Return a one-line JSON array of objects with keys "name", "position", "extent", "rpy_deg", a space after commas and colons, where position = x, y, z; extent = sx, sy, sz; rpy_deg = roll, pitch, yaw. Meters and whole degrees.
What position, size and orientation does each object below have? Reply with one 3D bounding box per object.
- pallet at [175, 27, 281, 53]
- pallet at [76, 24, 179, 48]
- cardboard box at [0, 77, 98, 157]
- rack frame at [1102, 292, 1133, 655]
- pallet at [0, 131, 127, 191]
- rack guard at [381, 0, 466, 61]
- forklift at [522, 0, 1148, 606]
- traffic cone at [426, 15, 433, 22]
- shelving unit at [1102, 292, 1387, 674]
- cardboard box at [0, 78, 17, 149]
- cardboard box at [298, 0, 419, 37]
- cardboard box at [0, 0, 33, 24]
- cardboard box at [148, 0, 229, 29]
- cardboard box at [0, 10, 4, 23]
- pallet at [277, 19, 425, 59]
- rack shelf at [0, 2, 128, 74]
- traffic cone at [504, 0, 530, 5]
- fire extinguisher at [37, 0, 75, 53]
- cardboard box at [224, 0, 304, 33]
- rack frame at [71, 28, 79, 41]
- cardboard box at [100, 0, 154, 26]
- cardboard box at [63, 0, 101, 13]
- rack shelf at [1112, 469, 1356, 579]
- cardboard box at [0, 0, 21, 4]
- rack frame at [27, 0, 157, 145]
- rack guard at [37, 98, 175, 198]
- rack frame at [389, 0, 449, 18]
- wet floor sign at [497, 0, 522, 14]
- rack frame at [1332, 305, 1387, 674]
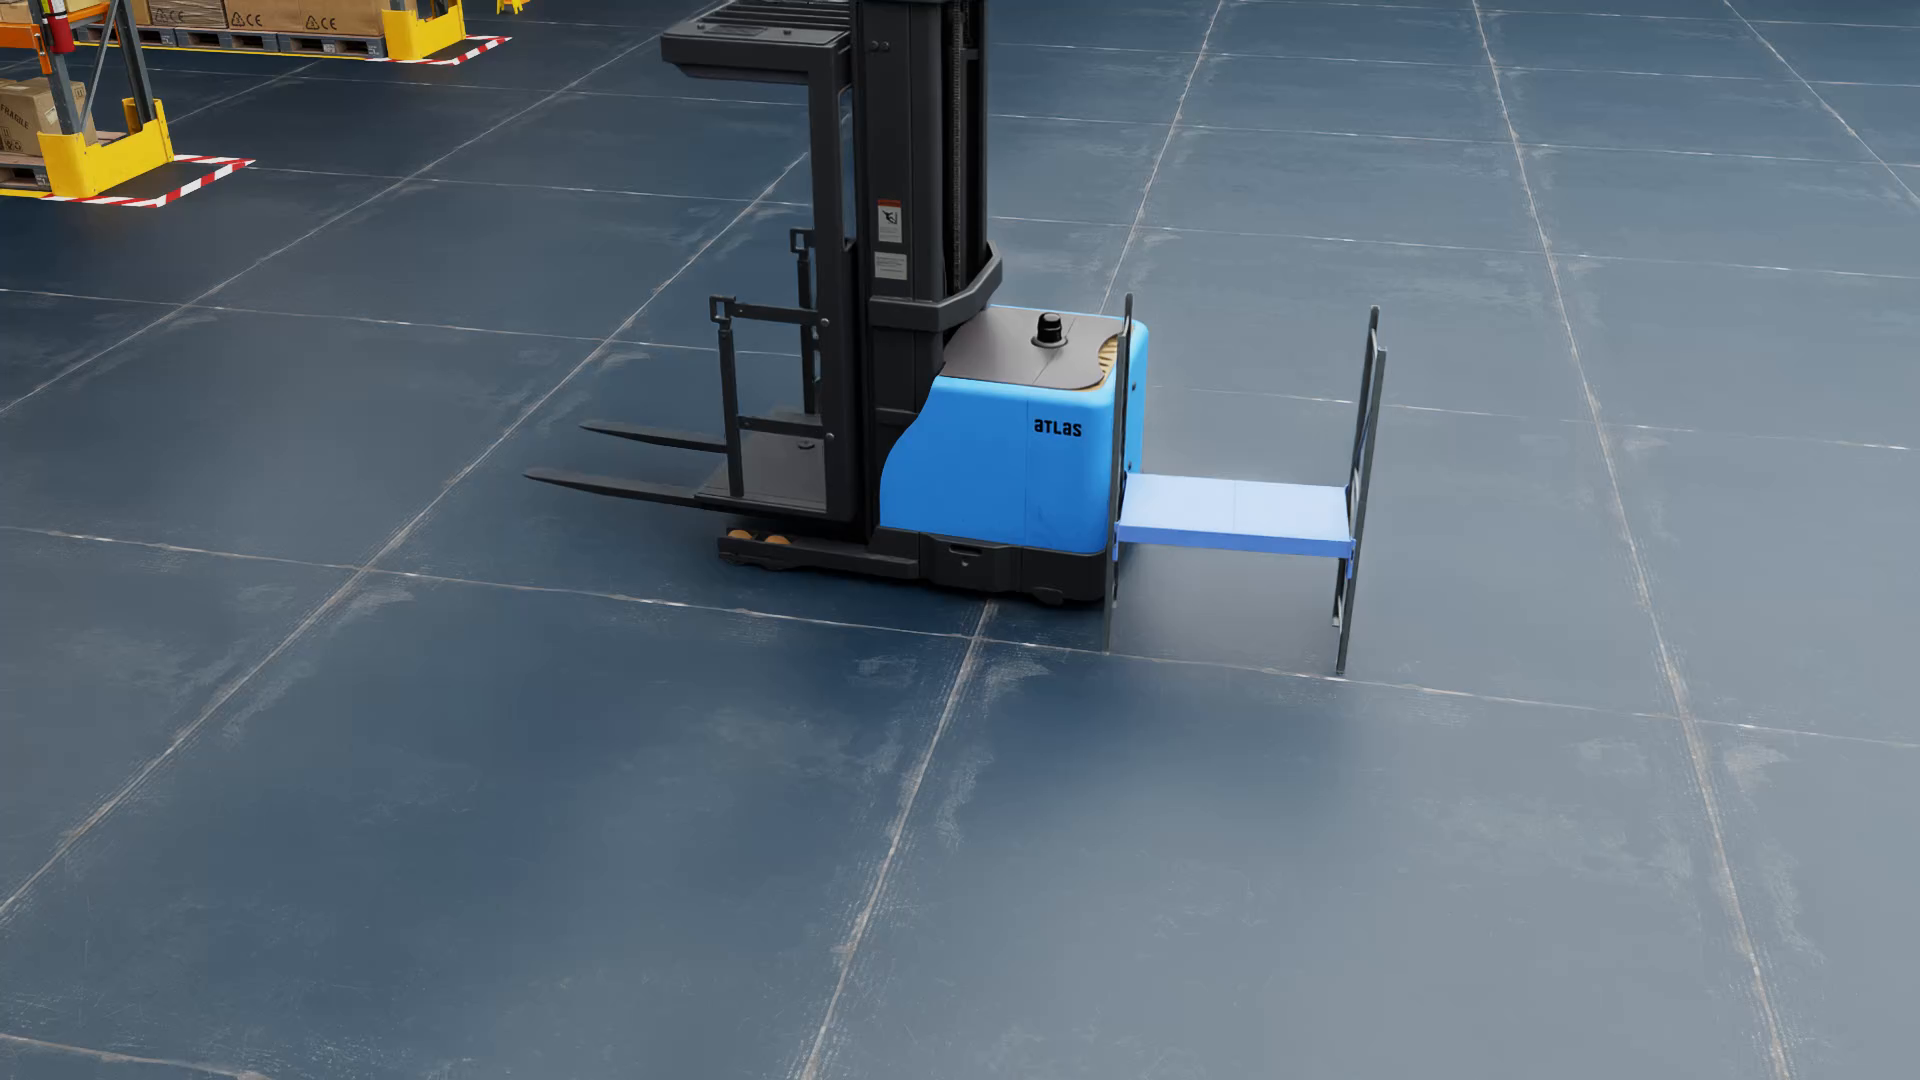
[{"name": "pallet", "position": [-7.749, -5.572, 18.208], "extent": [1.213, 0.211, 1.003], "rpy_deg": [6, 29, 11]}, {"name": "pallet", "position": [-8.946, -5.693, 18.429], "extent": [1.213, 0.211, 1.003], "rpy_deg": [6, 29, 11]}, {"name": "cardboard box", "position": [-7.503, -3.467, 13.625], "extent": [0.500, 0.500, 0.500], "rpy_deg": [11, 31, 20]}, {"name": "rack frame", "position": [0.681, -0.272, 7.185], "extent": [0.032, 1.500, 0.500], "rpy_deg": [4, 29, 8]}, {"name": "pallet", "position": [-7.758, -3.192, 13.860], "extent": [1.213, 0.211, 1.003], "rpy_deg": [6, 29, 11]}, {"name": "rack guard", "position": [-5.738, -5.529, 17.829], "extent": [0.348, 0.500, 1.175], "rpy_deg": [6, 29, 11]}, {"name": "forklift", "position": [-0.665, -1.374, 7.707], "extent": [3.031, 2.935, 1.130], "rpy_deg": [8, 30, 14]}, {"name": "traffic cone", "position": [-5.984, -6.236, 19.158], "extent": [0.334, 0.463, 0.336], "rpy_deg": [6, 29, 11]}, {"name": "shelving unit", "position": [1.183, -0.235, 7.117], "extent": [1.048, 1.500, 0.538], "rpy_deg": [4, 29, 8]}, {"name": "cardboard box", "position": [-8.095, -3.511, 13.706], "extent": [0.500, 0.500, 0.500], "rpy_deg": [14, 32, 24]}, {"name": "cardboard box", "position": [-6.439, -5.917, 17.710], "extent": [0.875, 0.875, 0.875], "rpy_deg": [6, 29, 11]}, {"name": "cardboard box", "position": [-7.218, -4.131, 12.933], "extent": [0.250, 0.149, 0.380], "rpy_deg": [6, 29, 11]}, {"name": "cardboard box", "position": [-8.191, -6.097, 18.039], "extent": [0.875, 0.875, 0.875], "rpy_deg": [6, 29, 11]}, {"name": "cardboard box", "position": [-7.462, -4.156, 12.979], "extent": [0.250, 0.149, 0.380], "rpy_deg": [6, 29, 11]}, {"name": "pallet", "position": [-6.560, -5.449, 17.983], "extent": [1.213, 0.211, 1.003], "rpy_deg": [6, 29, 11]}, {"name": "rack shelf", "position": [-8.852, -4.194, 13.536], "extent": [4.000, 0.370, 1.077], "rpy_deg": [6, 29, 11]}, {"name": "traffic cone", "position": [-5.416, -6.732, 20.065], "extent": [0.334, 0.463, 0.336], "rpy_deg": [6, 29, 11]}, {"name": "fire extinguisher", "position": [-6.880, -4.047, 12.600], "extent": [0.183, 0.674, 0.296], "rpy_deg": [6, 29, 11]}, {"name": "cardboard box", "position": [-7.300, -6.005, 17.870], "extent": [0.875, 0.875, 0.875], "rpy_deg": [5, 29, 10]}, {"name": "rack frame", "position": [-9.673, -7.029, 17.966], "extent": [0.127, 3.000, 1.000], "rpy_deg": [6, 29, 11]}, {"name": "cardboard box", "position": [-9.073, -6.186, 18.200], "extent": [0.875, 0.875, 0.875], "rpy_deg": [6, 29, 11]}, {"name": "cardboard box", "position": [-7.125, -4.339, 13.314], "extent": [0.250, 0.149, 0.380], "rpy_deg": [6, 29, 11]}, {"name": "rack shelf", "position": [1.183, -0.077, 7.203], "extent": [1.000, 0.185, 0.538], "rpy_deg": [4, 29, 8]}, {"name": "cardboard box", "position": [-7.428, -4.551, 13.026], "extent": [0.500, 0.500, 0.875], "rpy_deg": [6, 29, 11]}, {"name": "rack frame", "position": [-6.896, -4.309, 12.997], "extent": [0.127, 3.000, 1.000], "rpy_deg": [6, 29, 11]}, {"name": "rack guard", "position": [-6.971, -3.220, 13.611], "extent": [0.348, 0.500, 1.175], "rpy_deg": [6, 29, 11]}, {"name": "rack frame", "position": [-5.762, -6.628, 17.234], "extent": [0.127, 3.000, 1.000], "rpy_deg": [6, 29, 11]}, {"name": "wet floor sign", "position": [-5.320, -6.523, 19.492], "extent": [0.232, 0.644, 0.267], "rpy_deg": [1, 29, 2]}, {"name": "rack frame", "position": [1.685, -0.197, 7.049], "extent": [0.032, 1.500, 0.500], "rpy_deg": [4, 29, 8]}]
